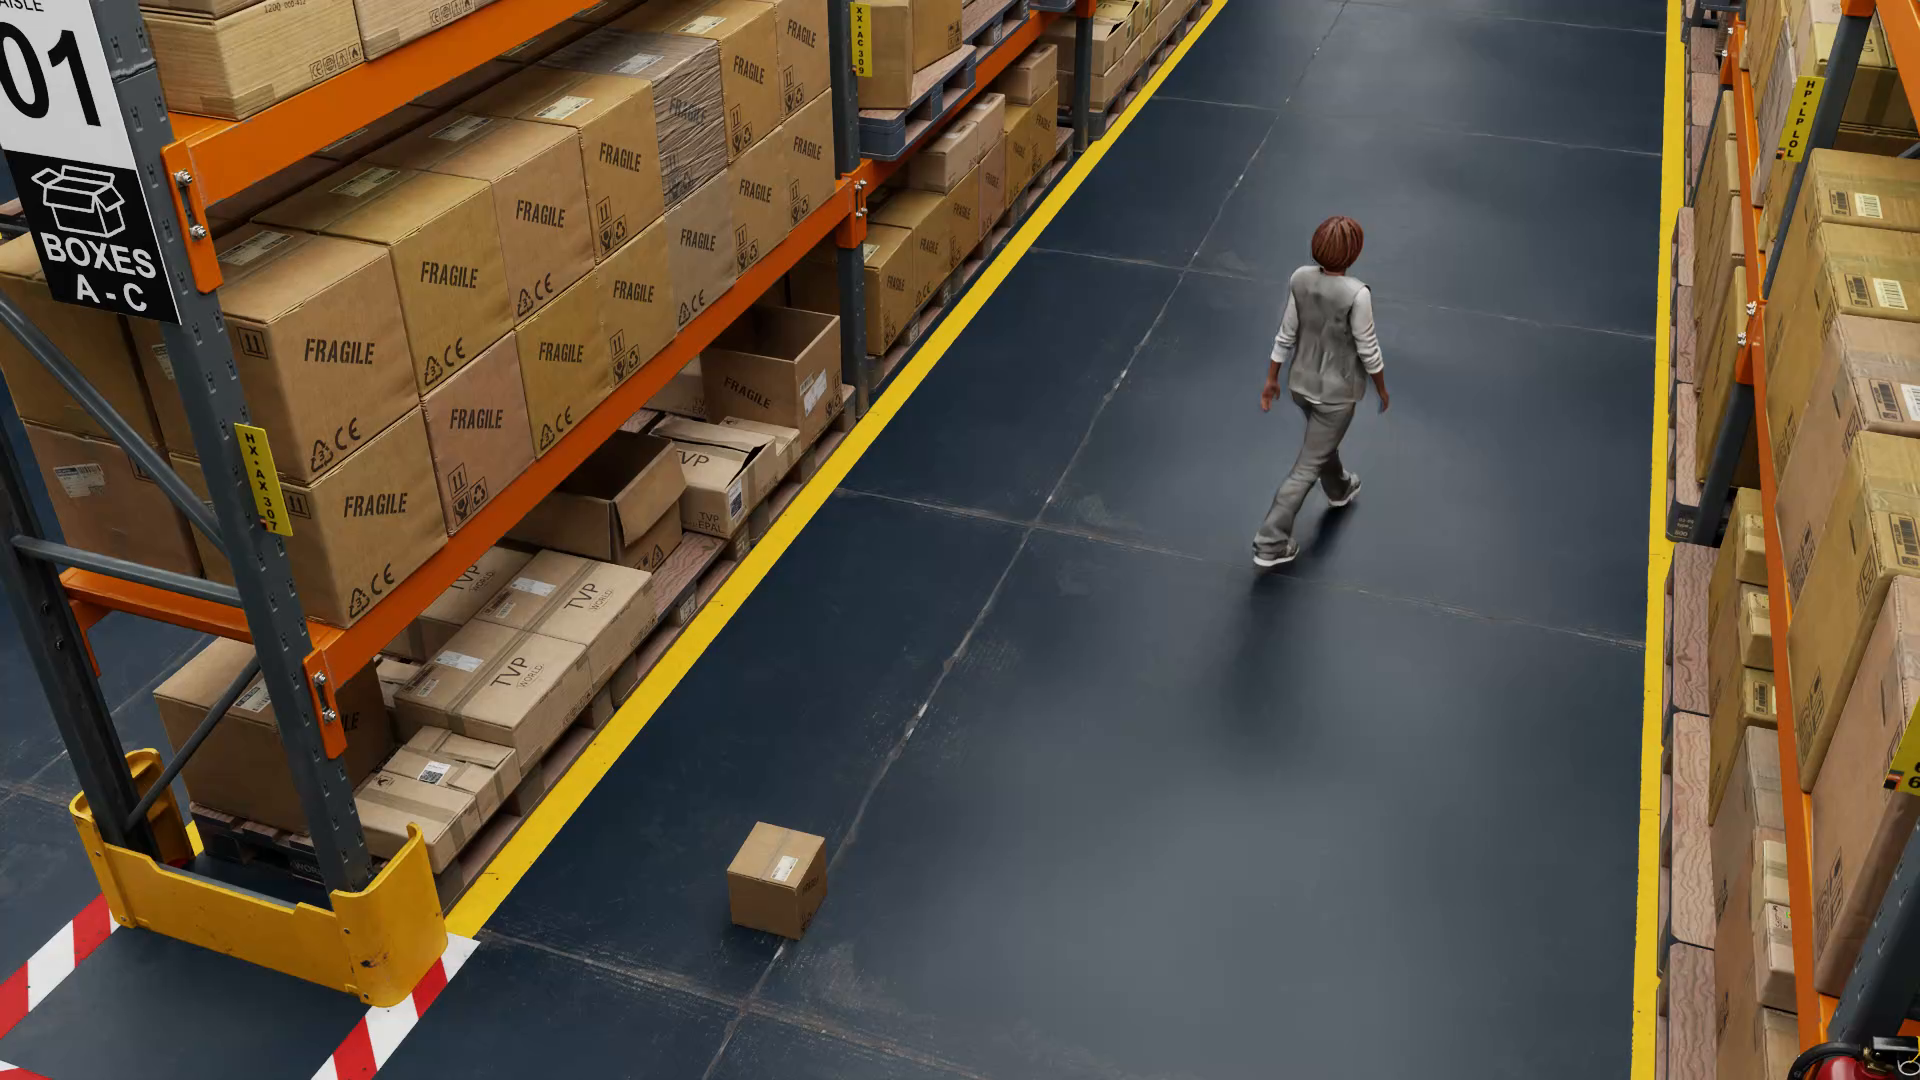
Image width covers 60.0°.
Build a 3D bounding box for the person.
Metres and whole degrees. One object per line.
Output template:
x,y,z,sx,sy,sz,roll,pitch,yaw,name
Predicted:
1.617,-0.684,7.153,0.930,1.540,0.447,-24,40,-31,person
